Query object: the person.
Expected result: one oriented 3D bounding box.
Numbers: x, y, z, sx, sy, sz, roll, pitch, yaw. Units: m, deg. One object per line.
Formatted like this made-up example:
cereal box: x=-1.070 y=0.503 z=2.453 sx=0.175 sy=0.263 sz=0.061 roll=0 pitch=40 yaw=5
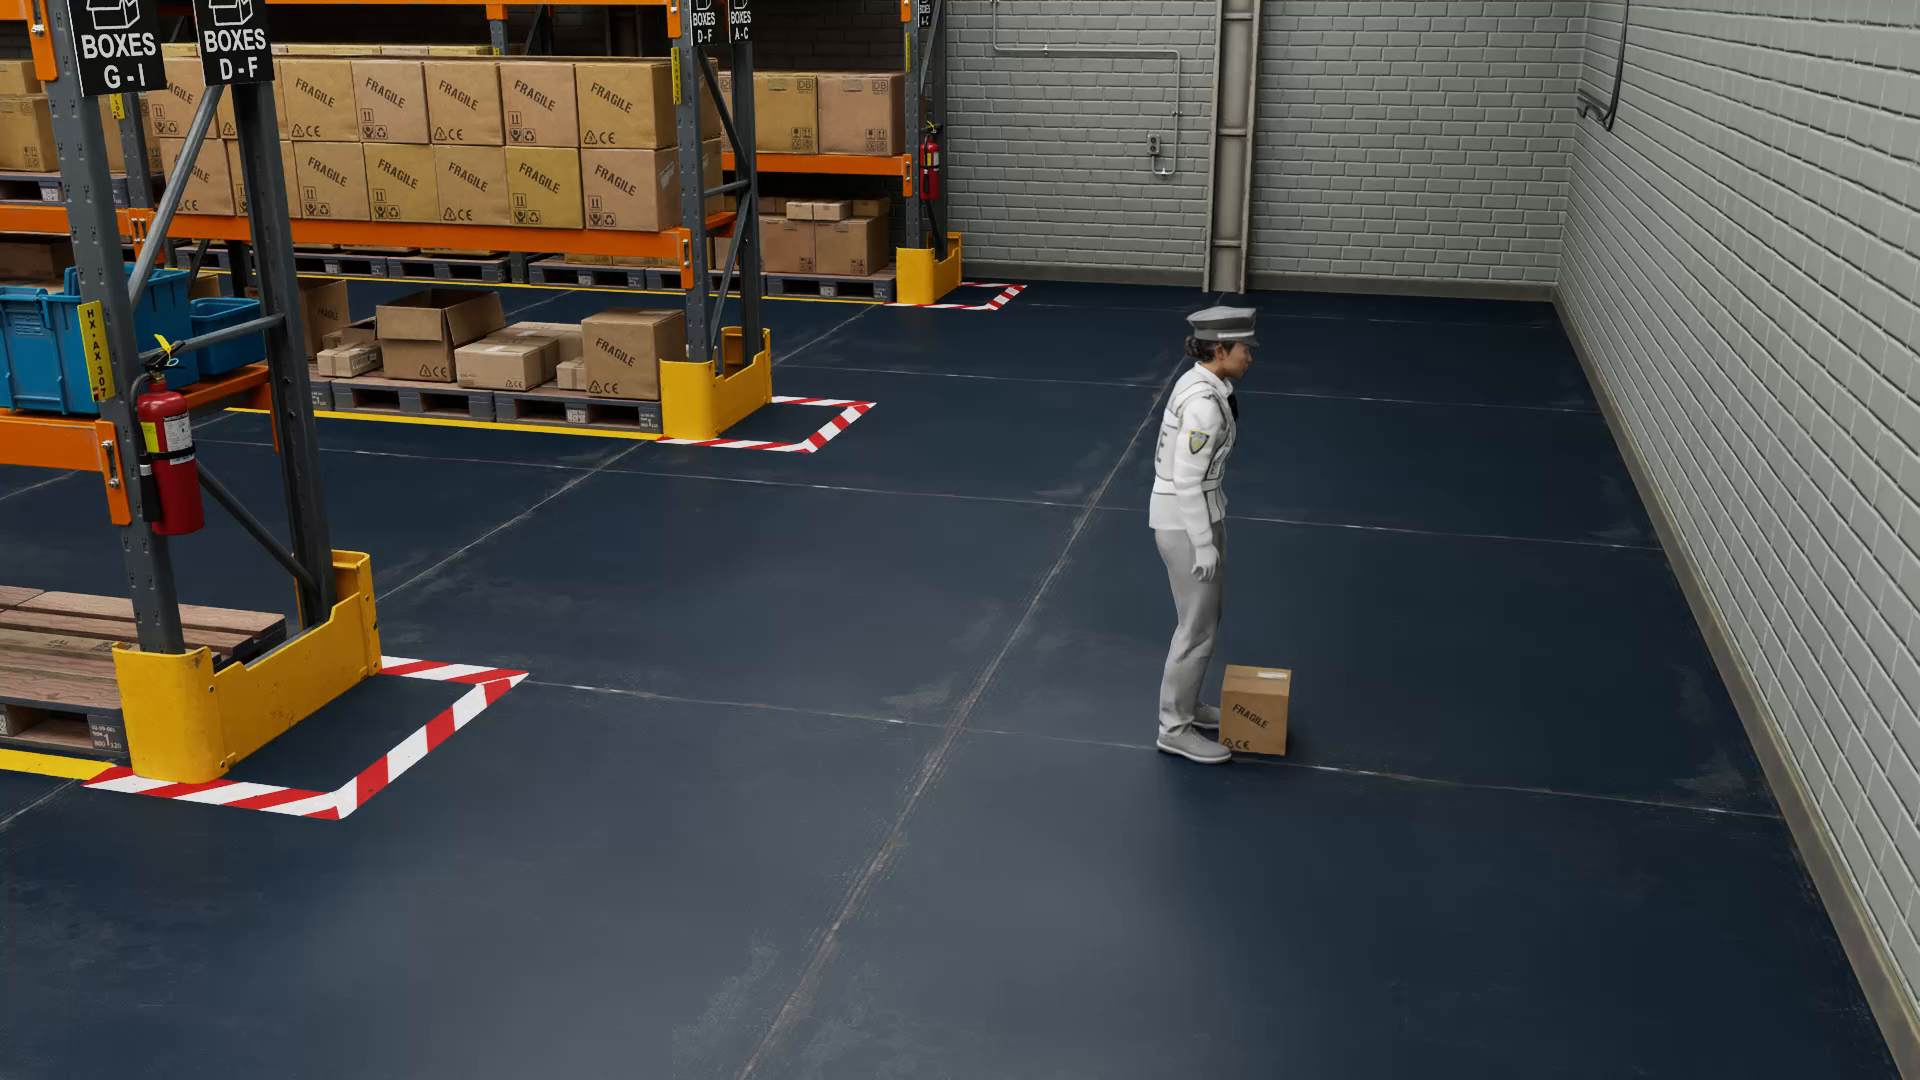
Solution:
person: x=0.888 y=-0.038 z=6.171 sx=0.374 sy=1.662 sz=0.525 roll=4 pitch=19 yaw=11
